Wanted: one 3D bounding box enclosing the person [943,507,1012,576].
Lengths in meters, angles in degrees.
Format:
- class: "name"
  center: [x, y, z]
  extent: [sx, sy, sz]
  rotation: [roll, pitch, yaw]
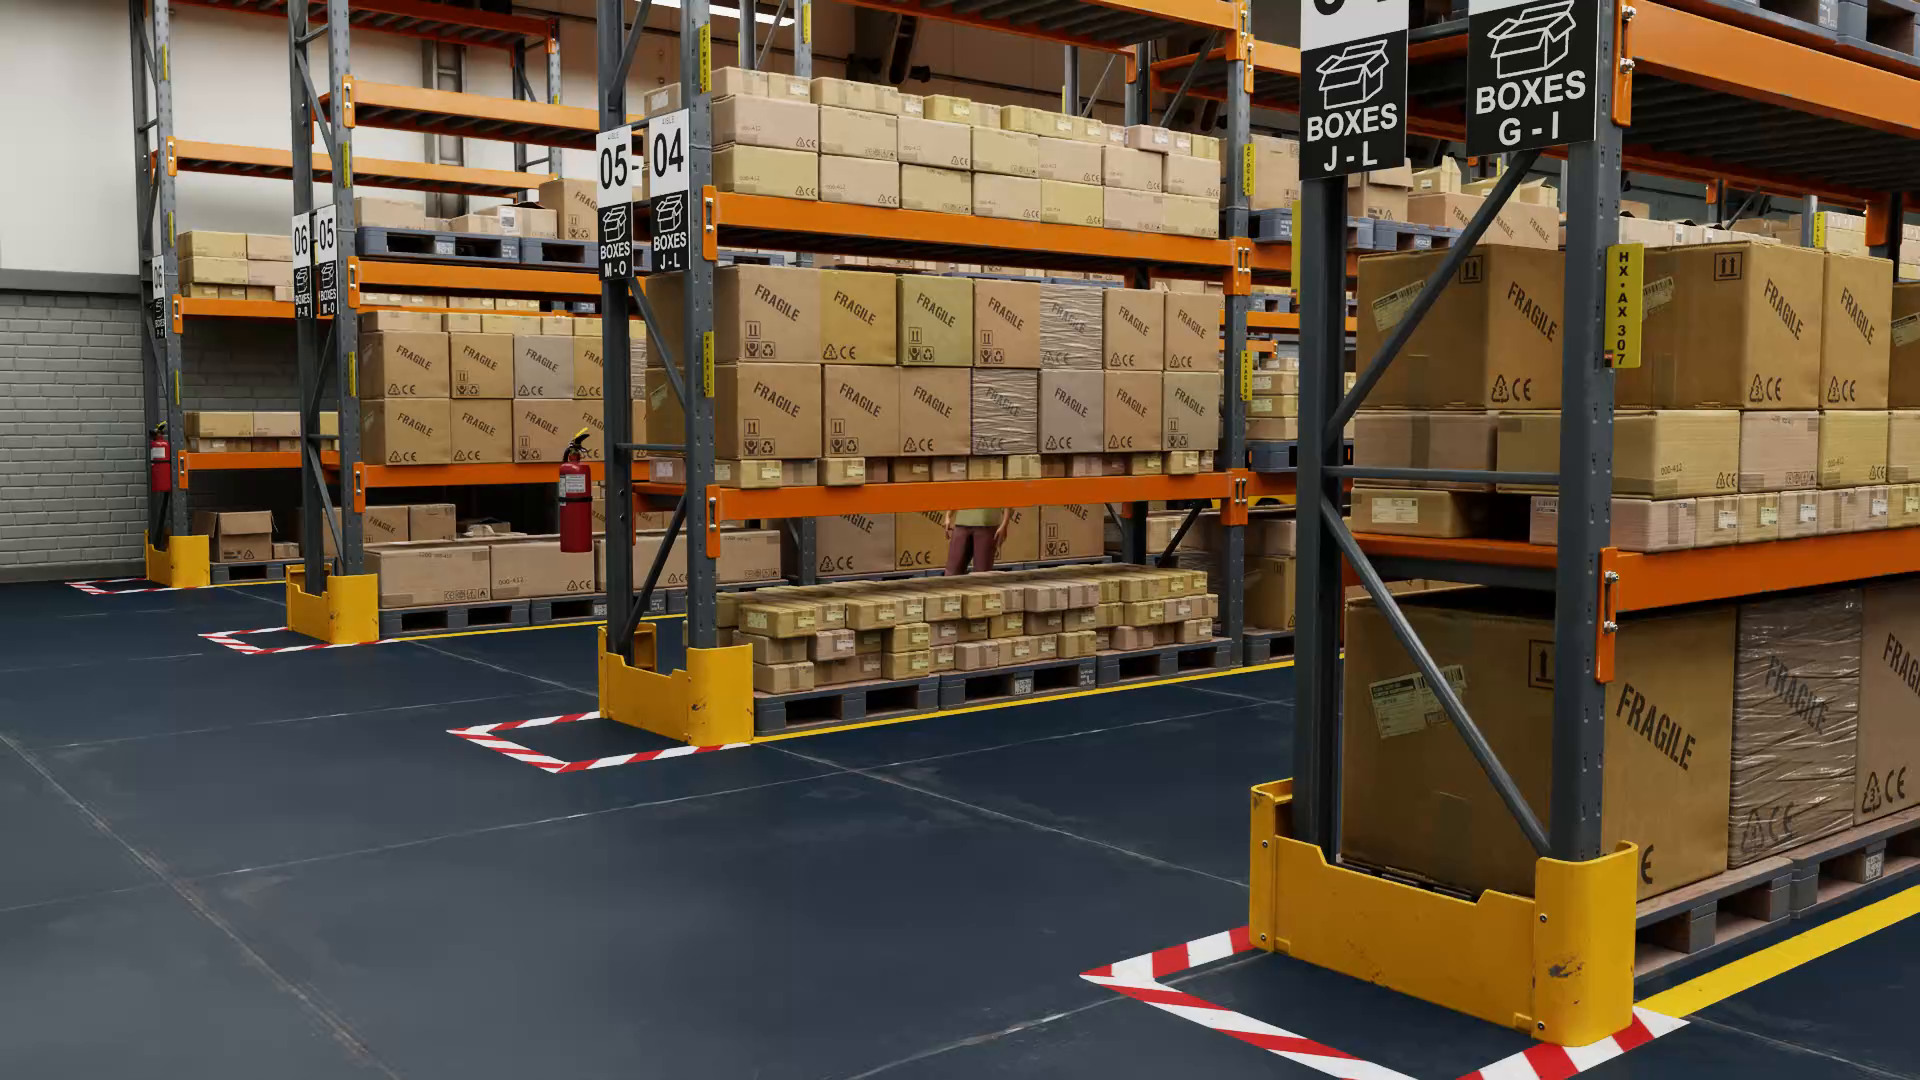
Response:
- class: "person"
  center: [0.083, -0.074, 12.116]
  extent: [0.552, 1.665, 0.548]
  rotation: [3, 5, 32]
